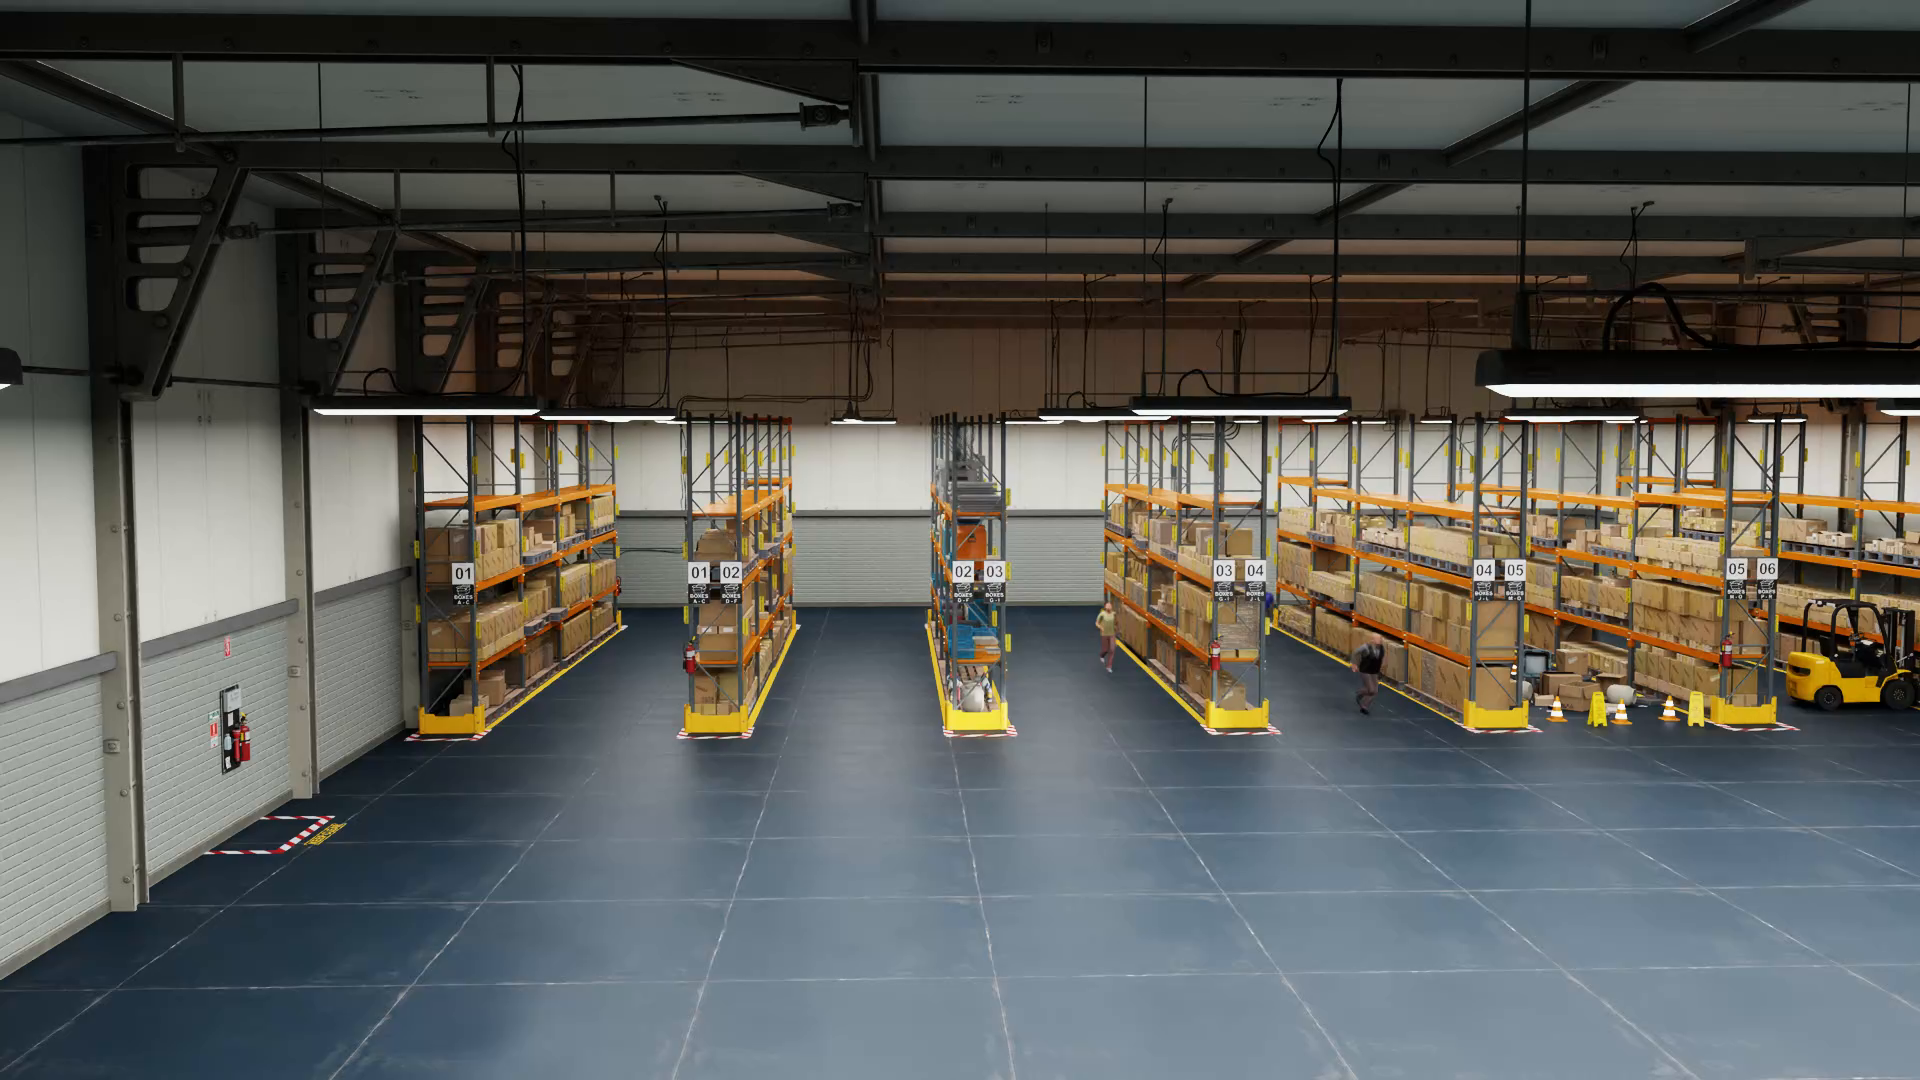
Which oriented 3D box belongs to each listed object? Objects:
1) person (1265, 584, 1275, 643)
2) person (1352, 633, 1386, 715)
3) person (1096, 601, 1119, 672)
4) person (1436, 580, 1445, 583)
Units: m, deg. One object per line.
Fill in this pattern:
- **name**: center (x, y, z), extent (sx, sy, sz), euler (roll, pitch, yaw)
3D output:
- **person**: center (8.006, 1.940, 43.766), extent (0.552, 1.595, 0.661), euler (0, 4, -4)
- **person**: center (8.171, 2.662, 33.055), extent (0.647, 1.650, 0.720), euler (-2, 4, -25)
- **person**: center (3.482, 2.256, 39.186), extent (0.589, 1.668, 0.796), euler (-1, 4, -9)
- **person**: center (14.501, 1.546, 49.478), extent (0.726, 1.713, 0.579), euler (-1, 4, -11)
